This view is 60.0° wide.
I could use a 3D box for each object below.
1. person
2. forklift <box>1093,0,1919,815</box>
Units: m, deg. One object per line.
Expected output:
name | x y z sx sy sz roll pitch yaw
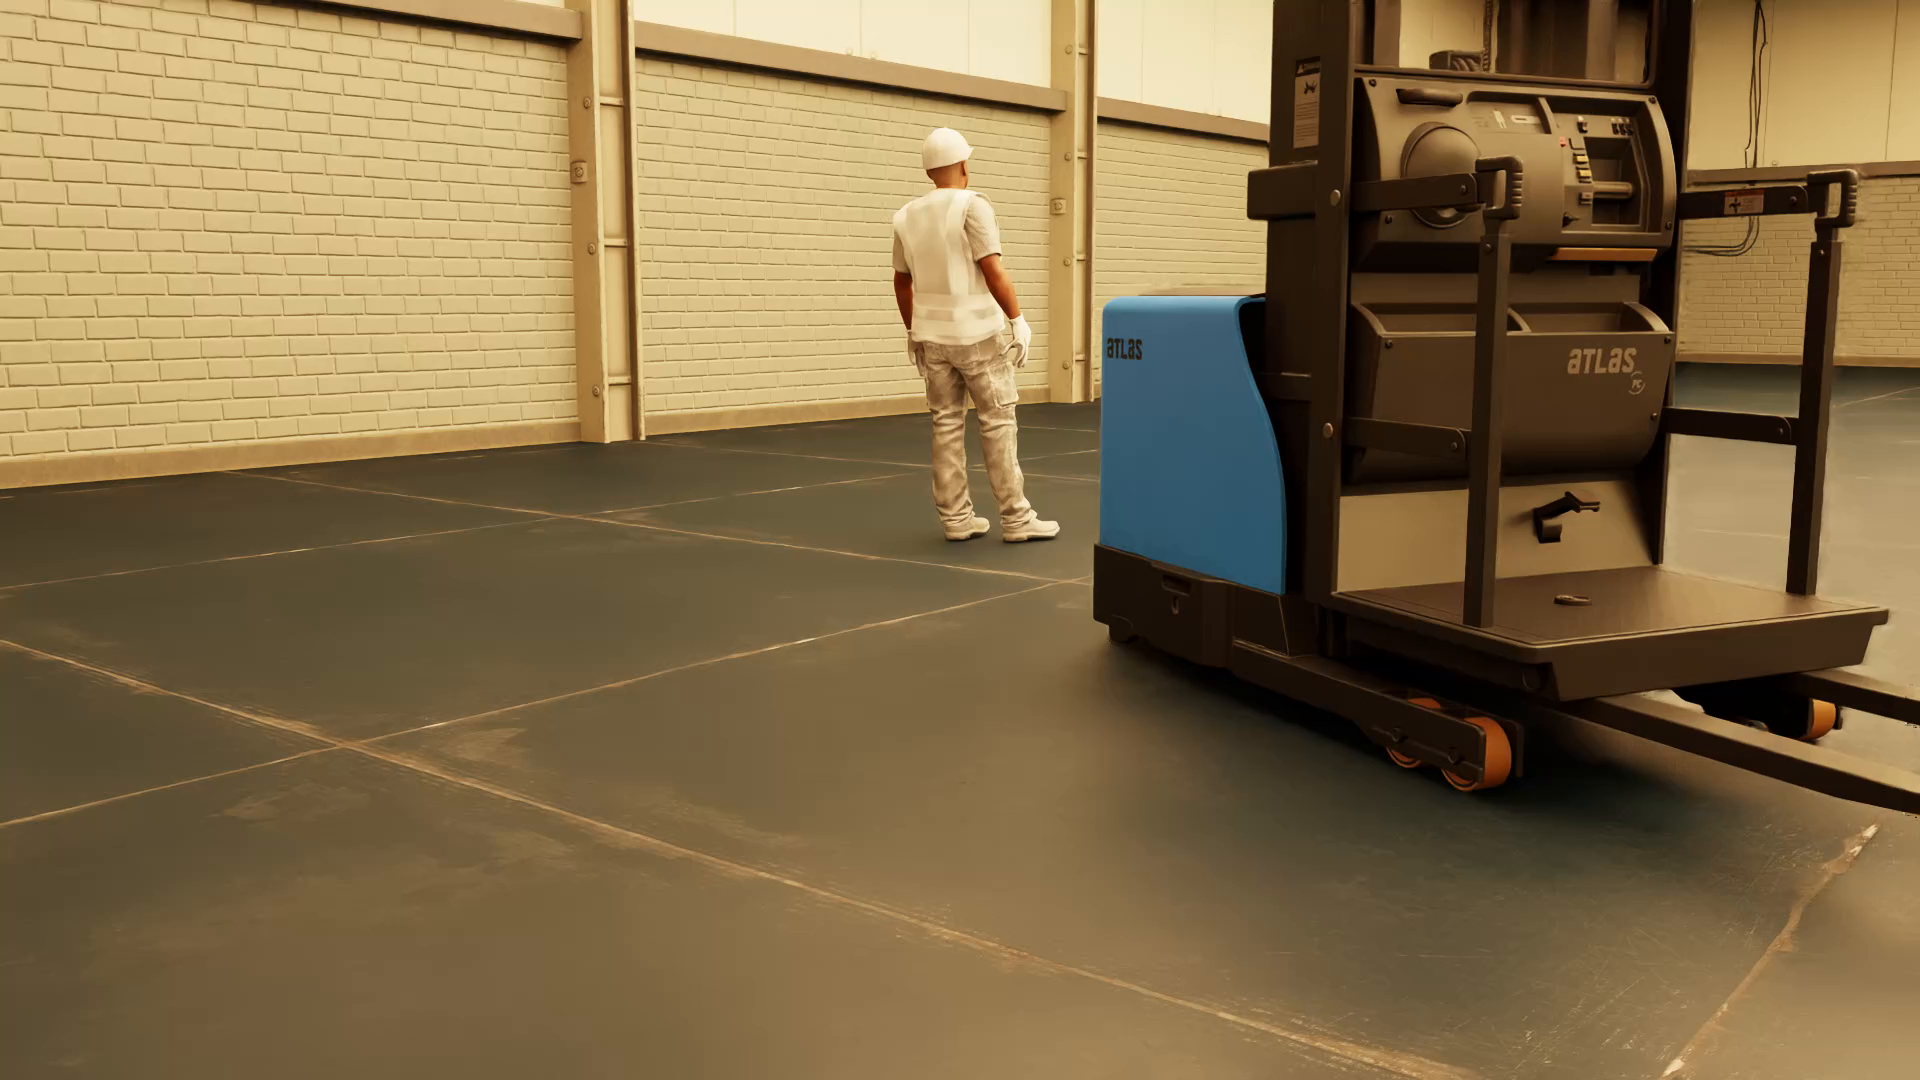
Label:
person | 0.052 -0.897 7.324 0.656 1.782 0.577 7 11 38
forklift | 1.475 -0.969 3.907 1.130 2.935 3.031 -4 9 -24
